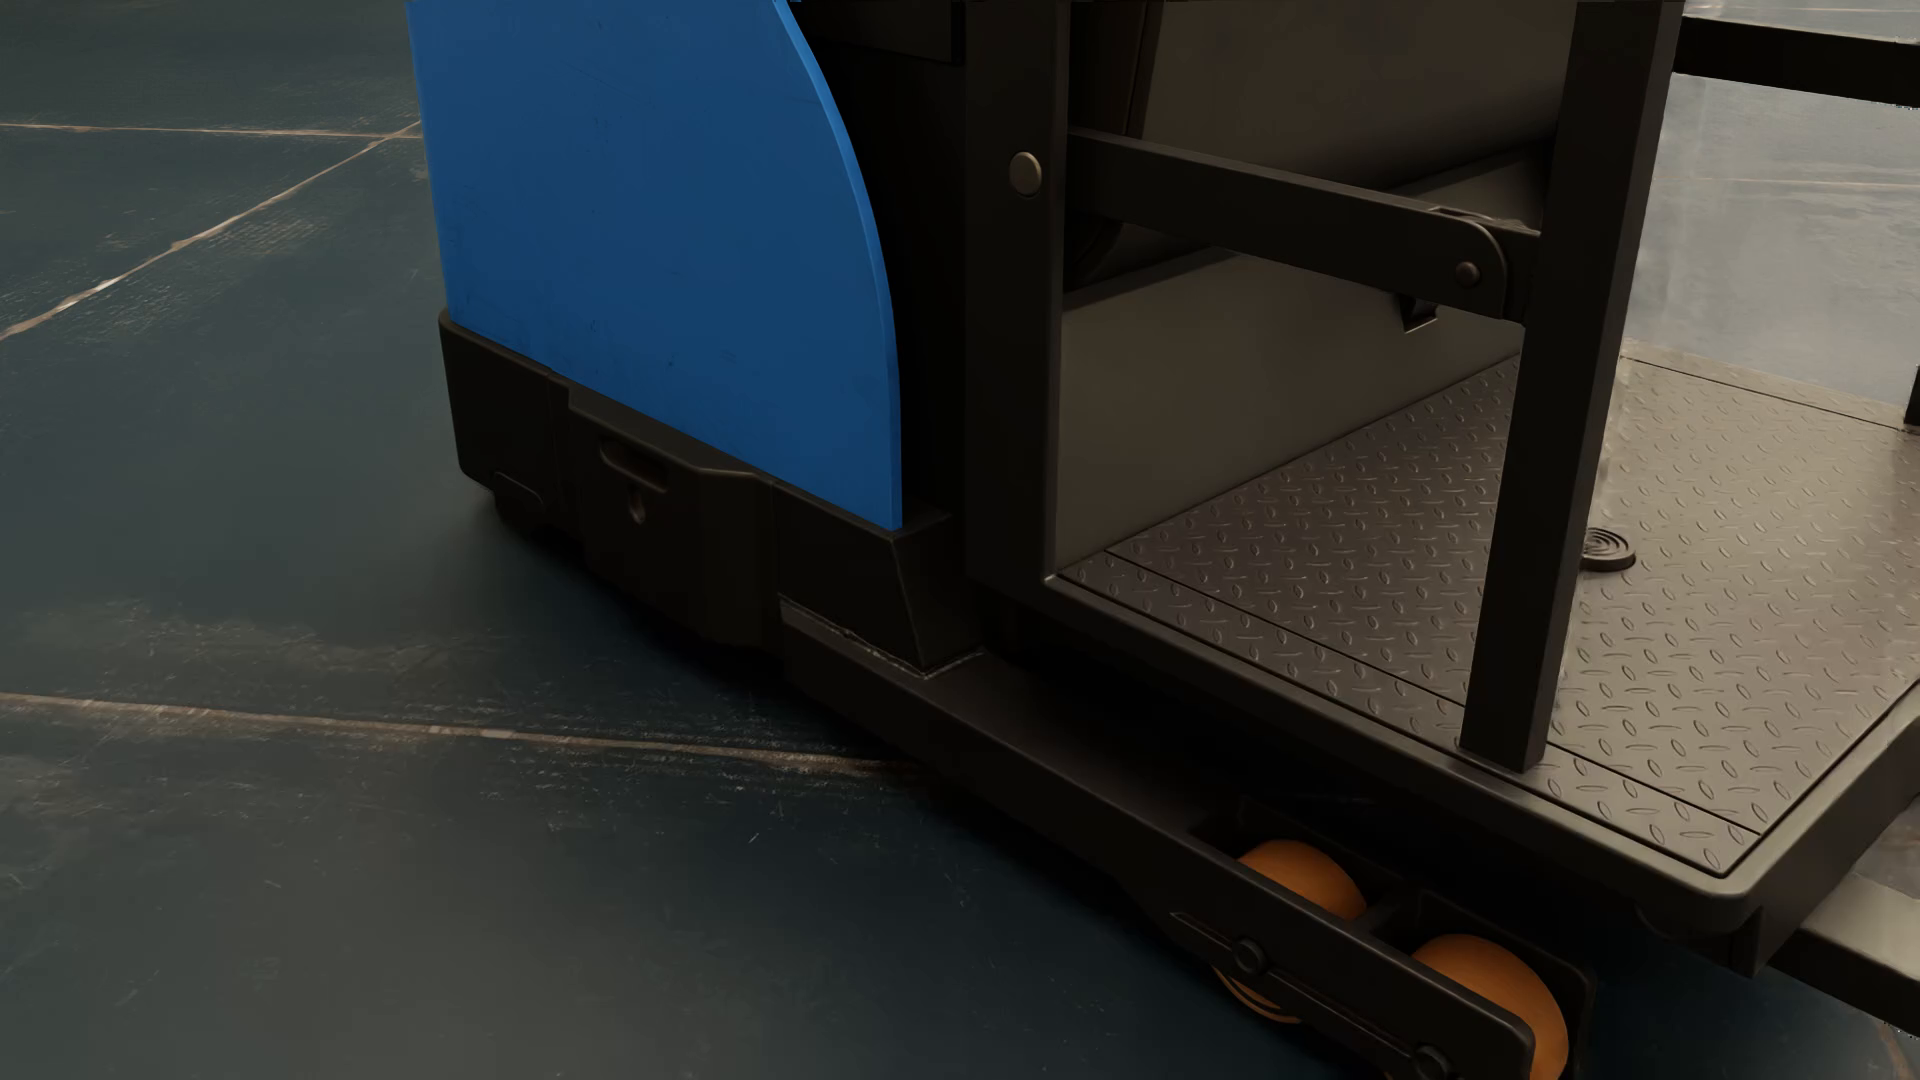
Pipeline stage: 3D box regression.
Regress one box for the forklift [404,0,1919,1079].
[{"bbox_3d":[0.608,-1.054,1.329,1.130,2.935,3.031,-23,35,-38],"label":"forklift"}]
